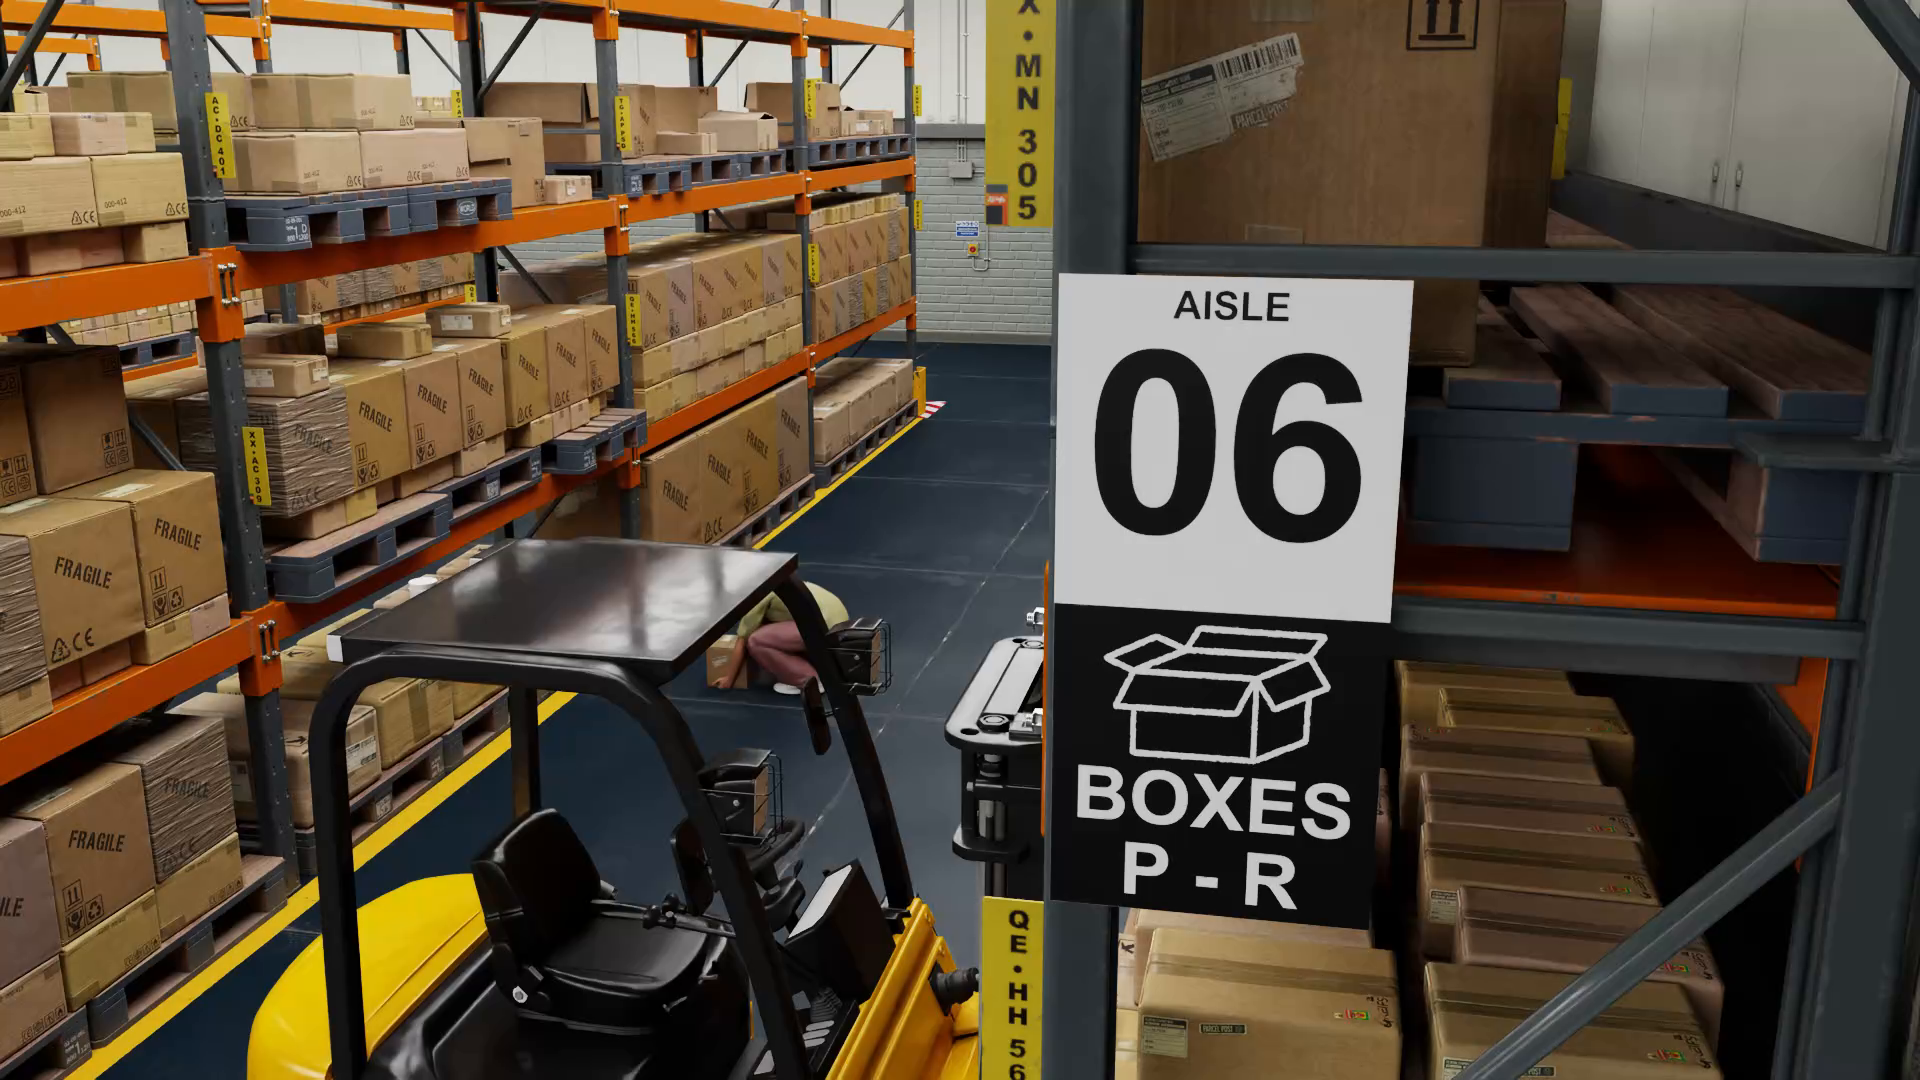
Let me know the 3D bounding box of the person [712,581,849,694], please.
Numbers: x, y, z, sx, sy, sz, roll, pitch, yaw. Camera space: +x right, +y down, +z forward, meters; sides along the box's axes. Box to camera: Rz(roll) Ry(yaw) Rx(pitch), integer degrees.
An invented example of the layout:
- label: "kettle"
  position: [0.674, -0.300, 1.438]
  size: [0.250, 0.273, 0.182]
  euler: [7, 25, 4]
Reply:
- label: "person"
  position: [-1.083, 0.548, 9.907]
  size: [0.836, 0.816, 0.471]
  euler: [3, 15, 10]
